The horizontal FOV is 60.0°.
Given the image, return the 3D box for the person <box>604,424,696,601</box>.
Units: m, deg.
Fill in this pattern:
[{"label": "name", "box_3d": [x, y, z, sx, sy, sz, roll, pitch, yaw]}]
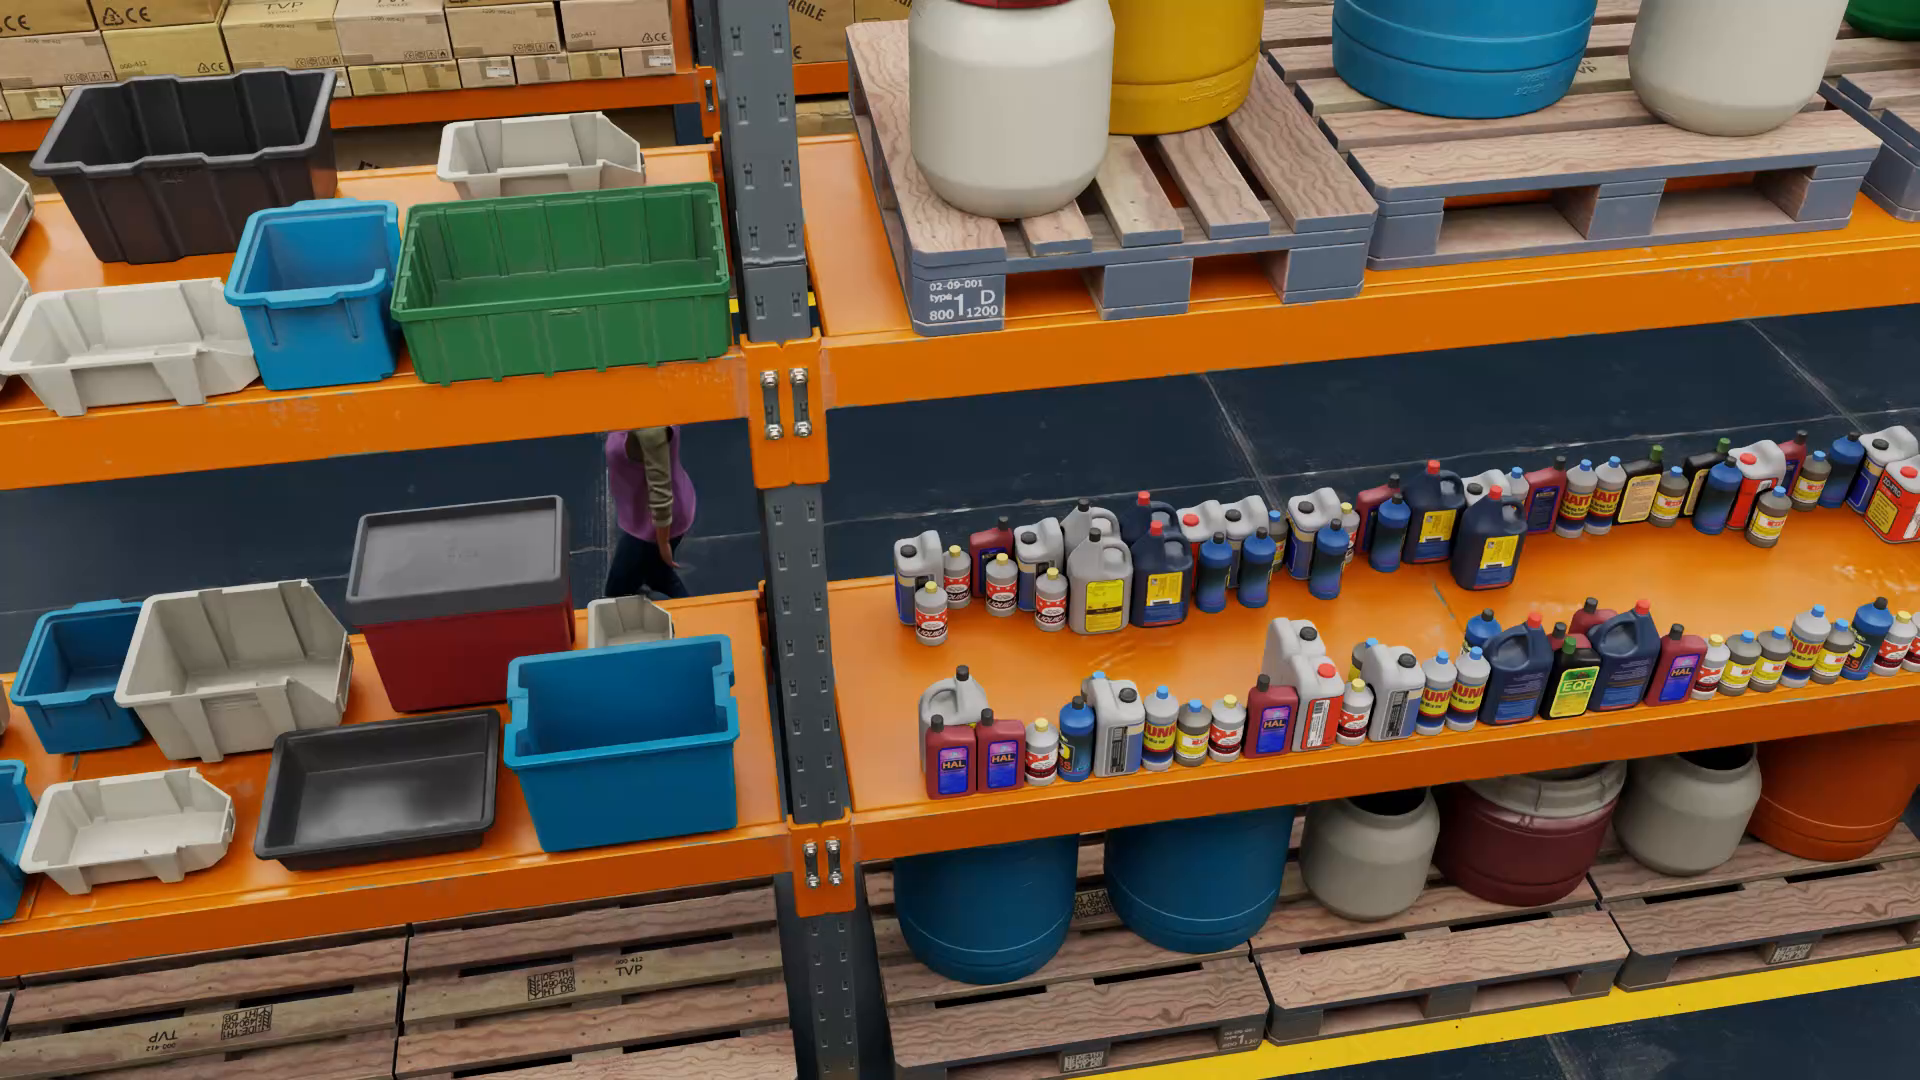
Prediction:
[{"label": "person", "box_3d": [-1.132, -0.085, 6.236, 0.447, 1.591, 0.424, -1, 39, -1]}]
